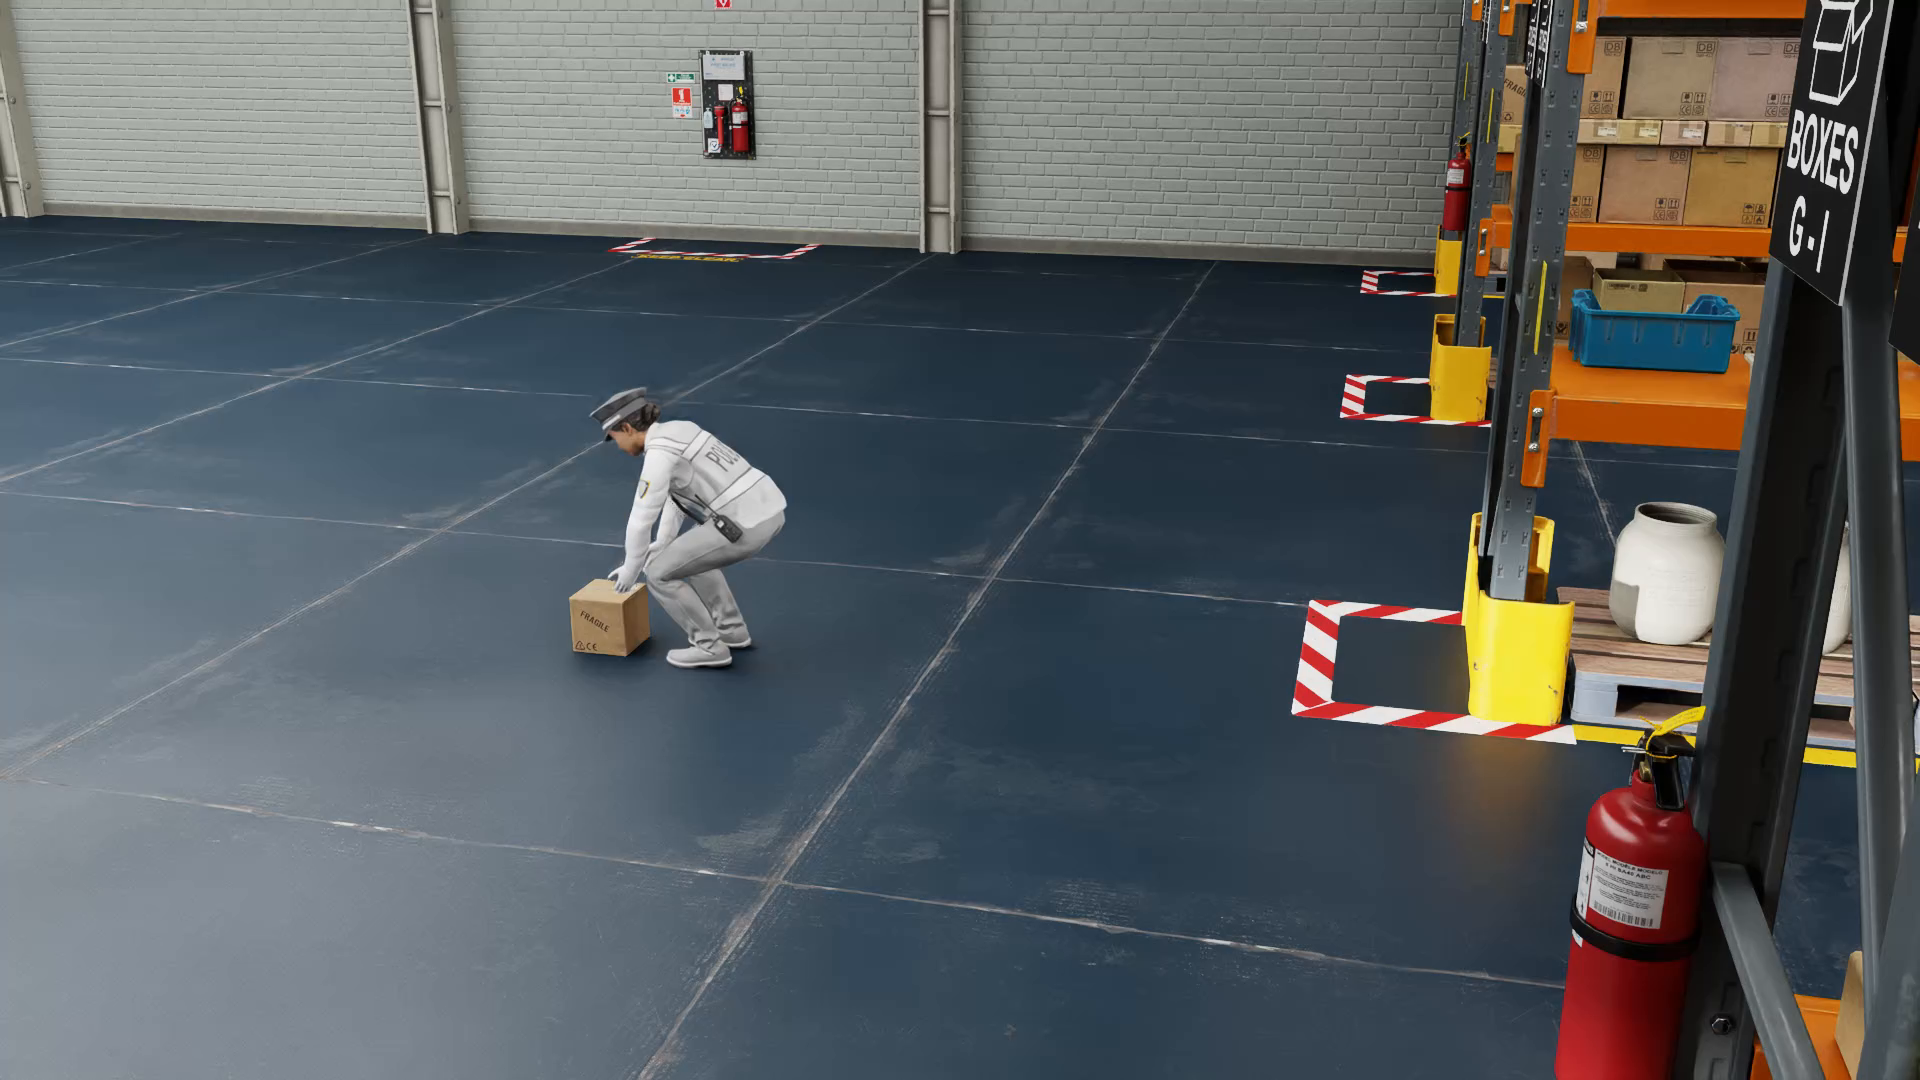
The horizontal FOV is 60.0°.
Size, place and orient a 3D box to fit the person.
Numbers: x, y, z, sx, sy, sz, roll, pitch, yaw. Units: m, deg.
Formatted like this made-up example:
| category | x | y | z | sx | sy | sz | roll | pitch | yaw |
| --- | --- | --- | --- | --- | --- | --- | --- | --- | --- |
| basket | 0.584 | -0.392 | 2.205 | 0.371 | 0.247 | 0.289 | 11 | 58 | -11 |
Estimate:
| category | x | y | z | sx | sy | sz | roll | pitch | yaw |
| --- | --- | --- | --- | --- | --- | --- | --- | --- | --- |
| person | -1.140 | -0.054 | 6.996 | 0.796 | 1.180 | 0.522 | 5 | 19 | 13 |
